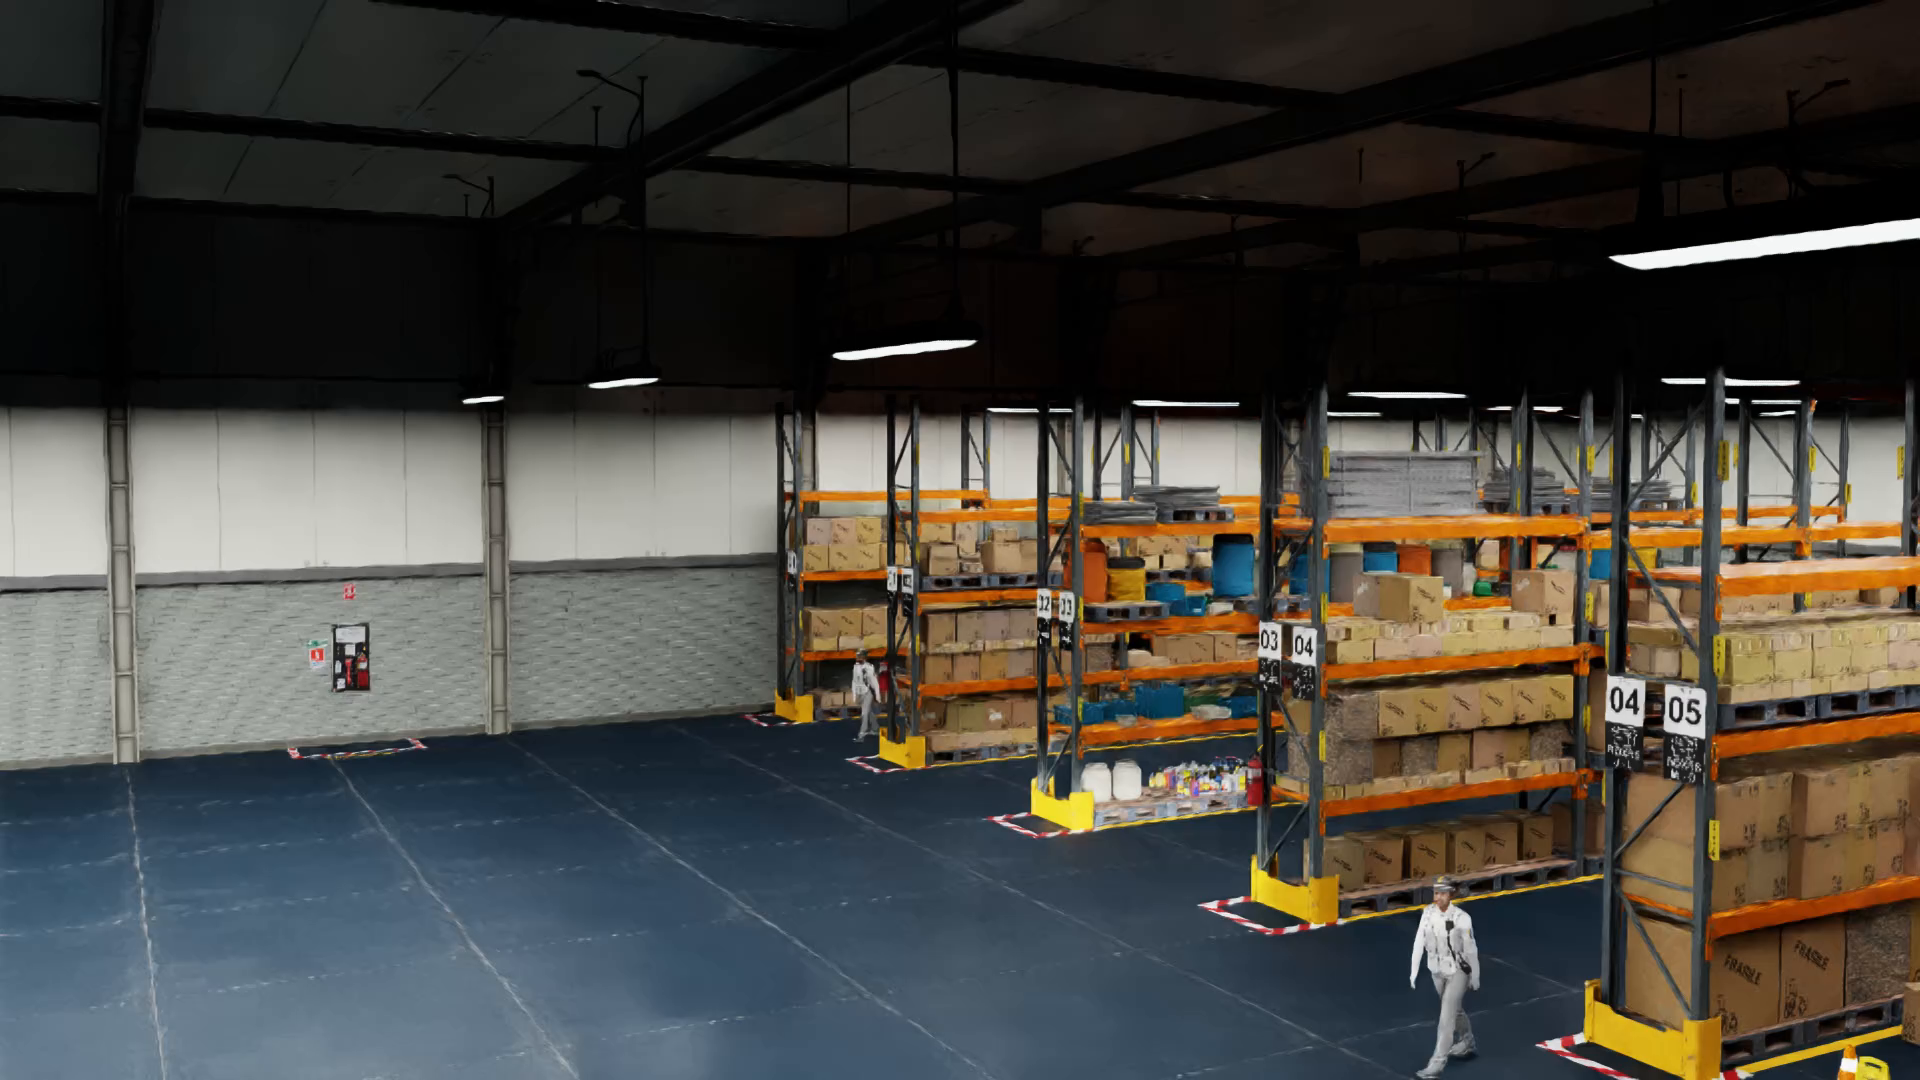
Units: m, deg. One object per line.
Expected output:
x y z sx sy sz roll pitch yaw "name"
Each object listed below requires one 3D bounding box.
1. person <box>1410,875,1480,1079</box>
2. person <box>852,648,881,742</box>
4.009 3.555 13.764 0.994 1.622 0.482 -2 4 -36 "person"
-1.679 2.700 29.249 0.529 1.625 0.936 3 4 39 "person"
